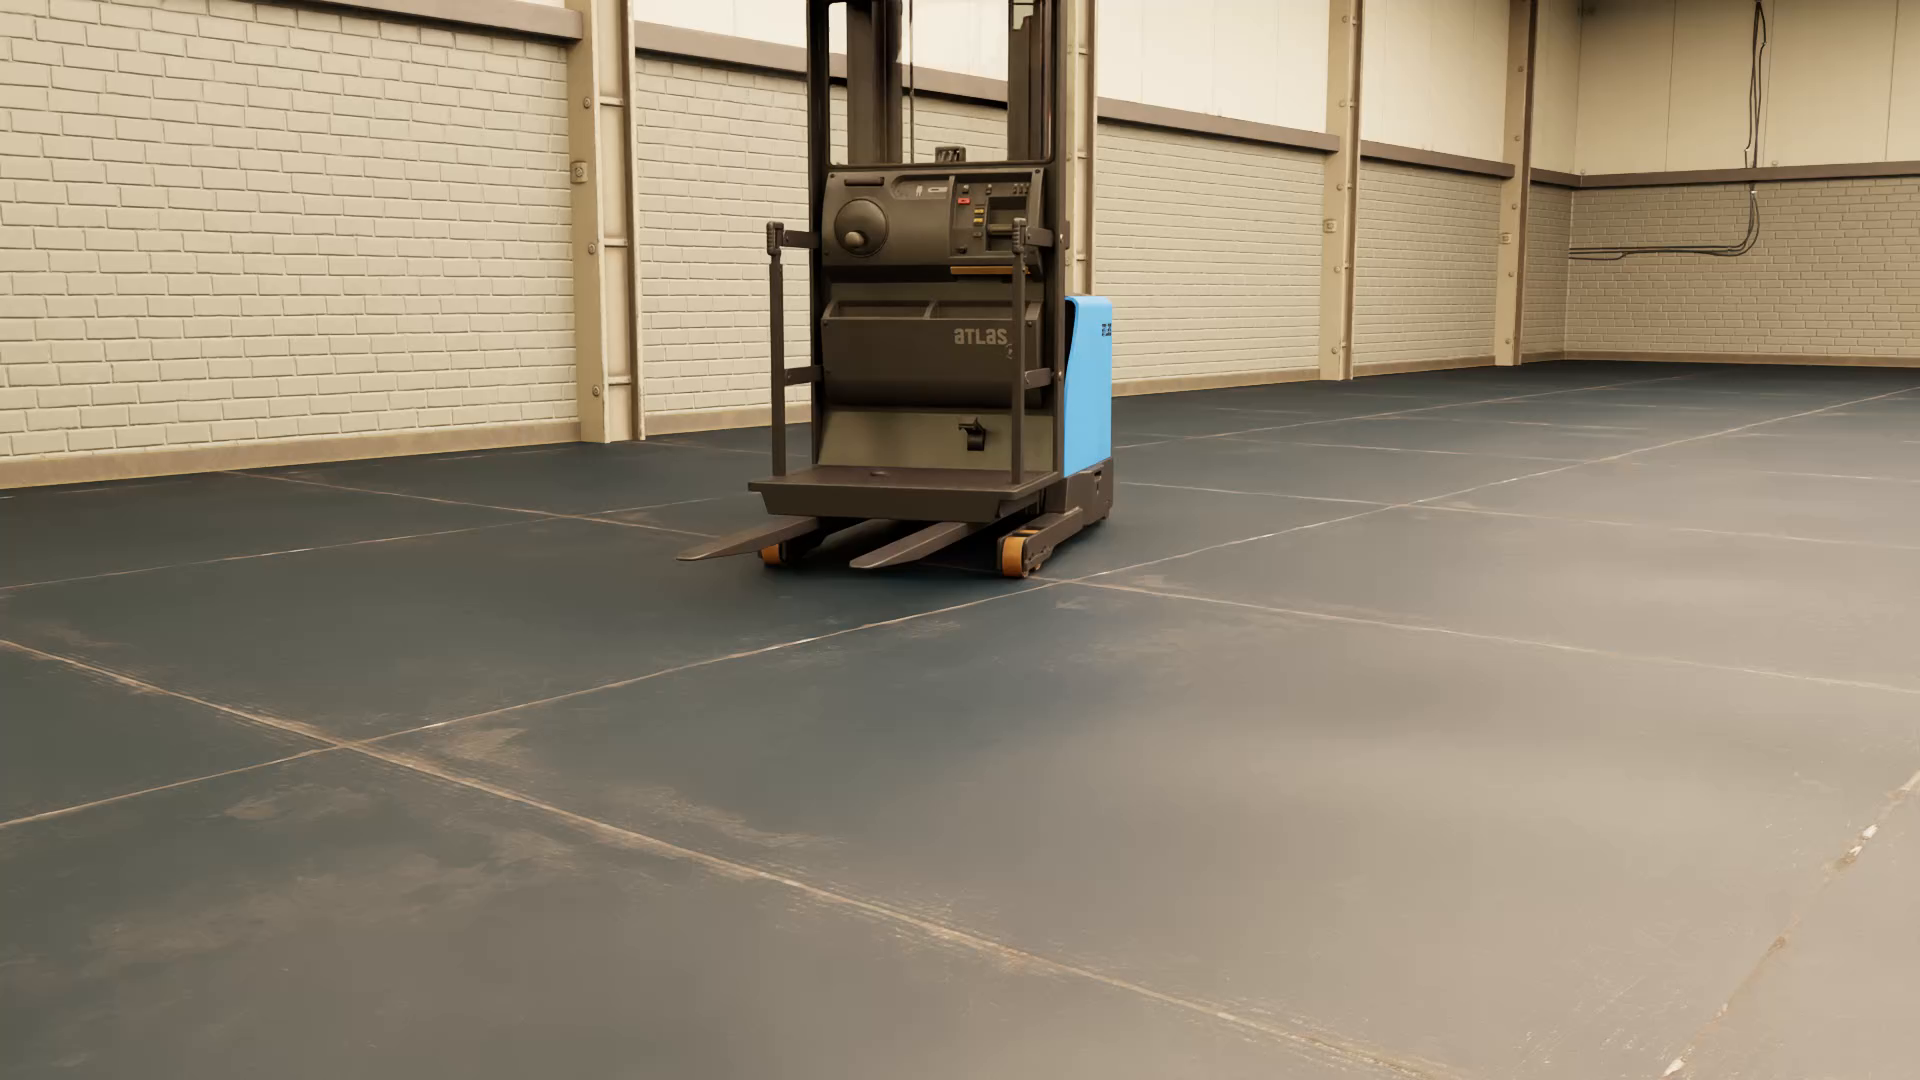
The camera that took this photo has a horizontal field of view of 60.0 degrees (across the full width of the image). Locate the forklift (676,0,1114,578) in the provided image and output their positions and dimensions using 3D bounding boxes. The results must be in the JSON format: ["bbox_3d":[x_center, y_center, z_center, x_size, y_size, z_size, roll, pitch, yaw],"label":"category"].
[{"bbox_3d":[-0.176,-1.366,6.616,1.130,2.935,3.031,3,9,17],"label":"forklift"}]
